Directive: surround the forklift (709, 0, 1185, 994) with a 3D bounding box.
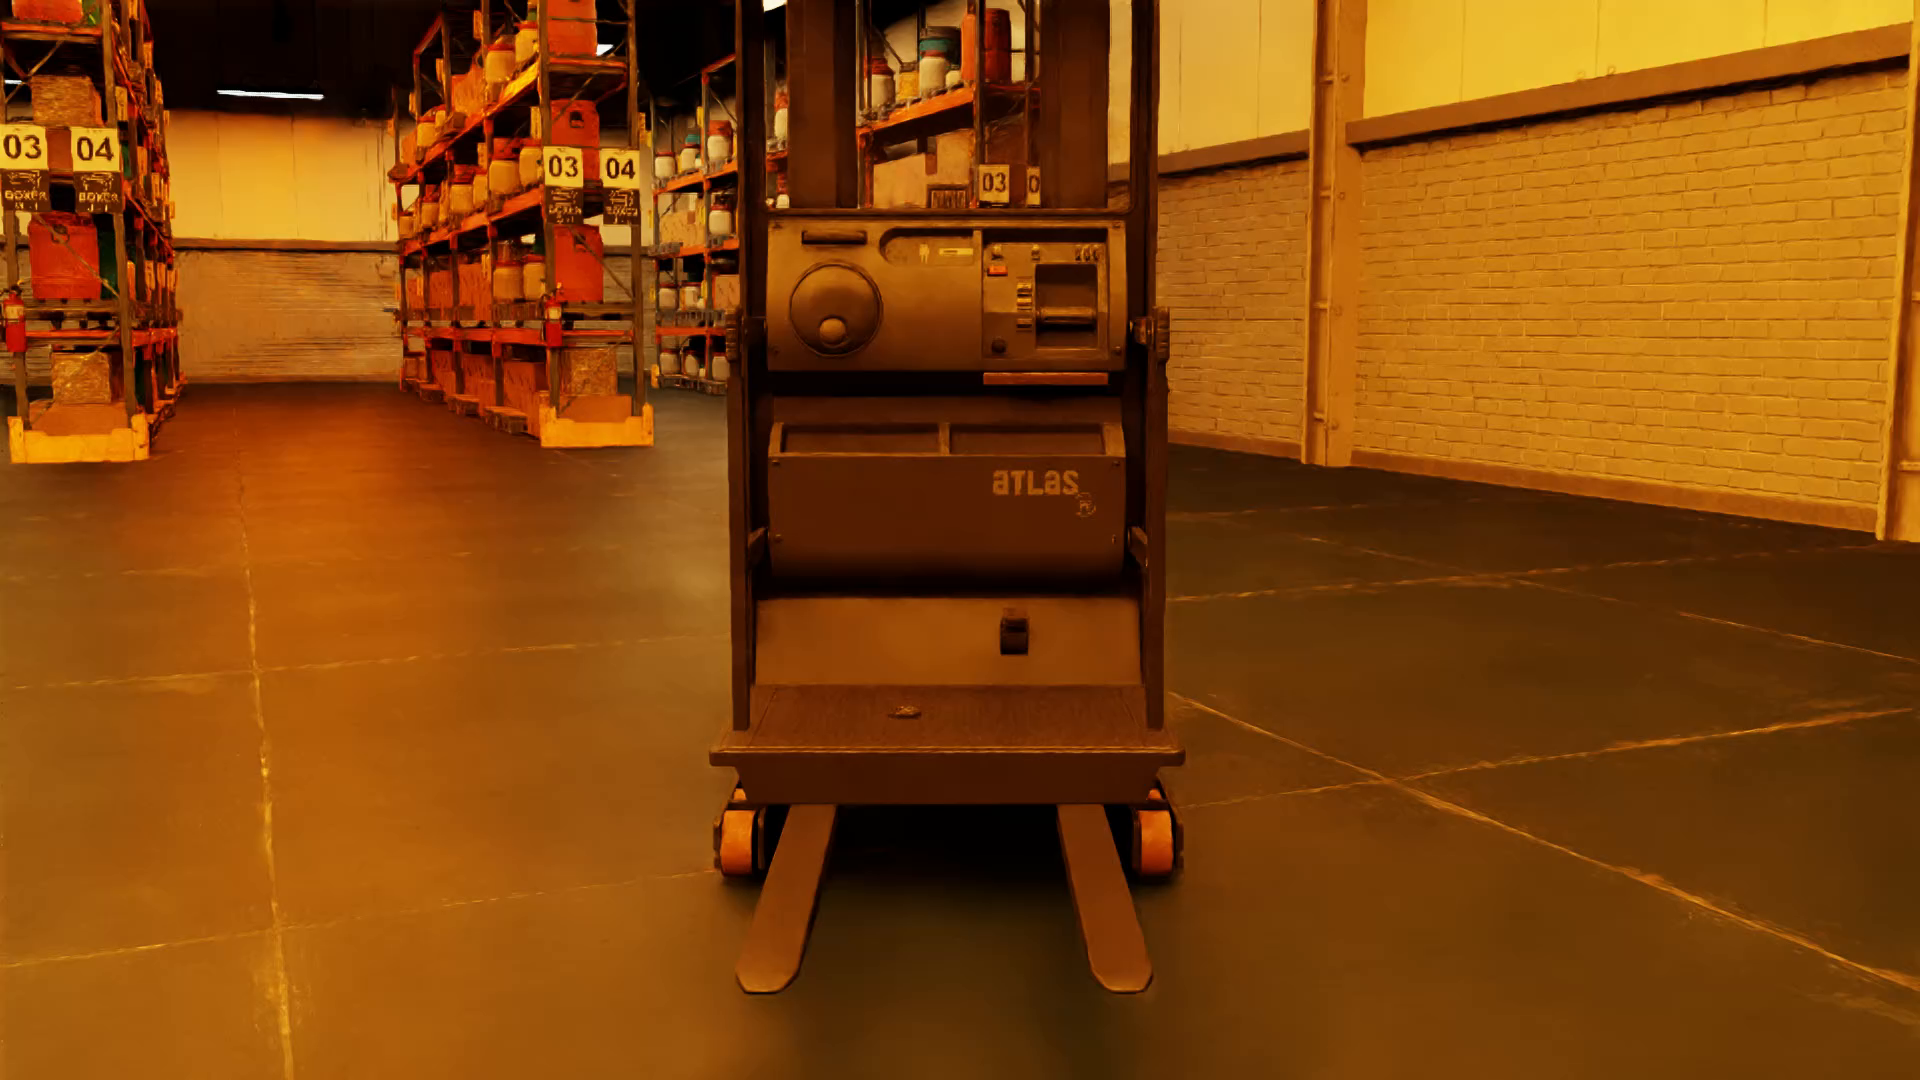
[{"bbox_3d":[-0.031,-0.681,4.106,1.130,2.935,3.031,0,8,0],"label":"forklift"}]
